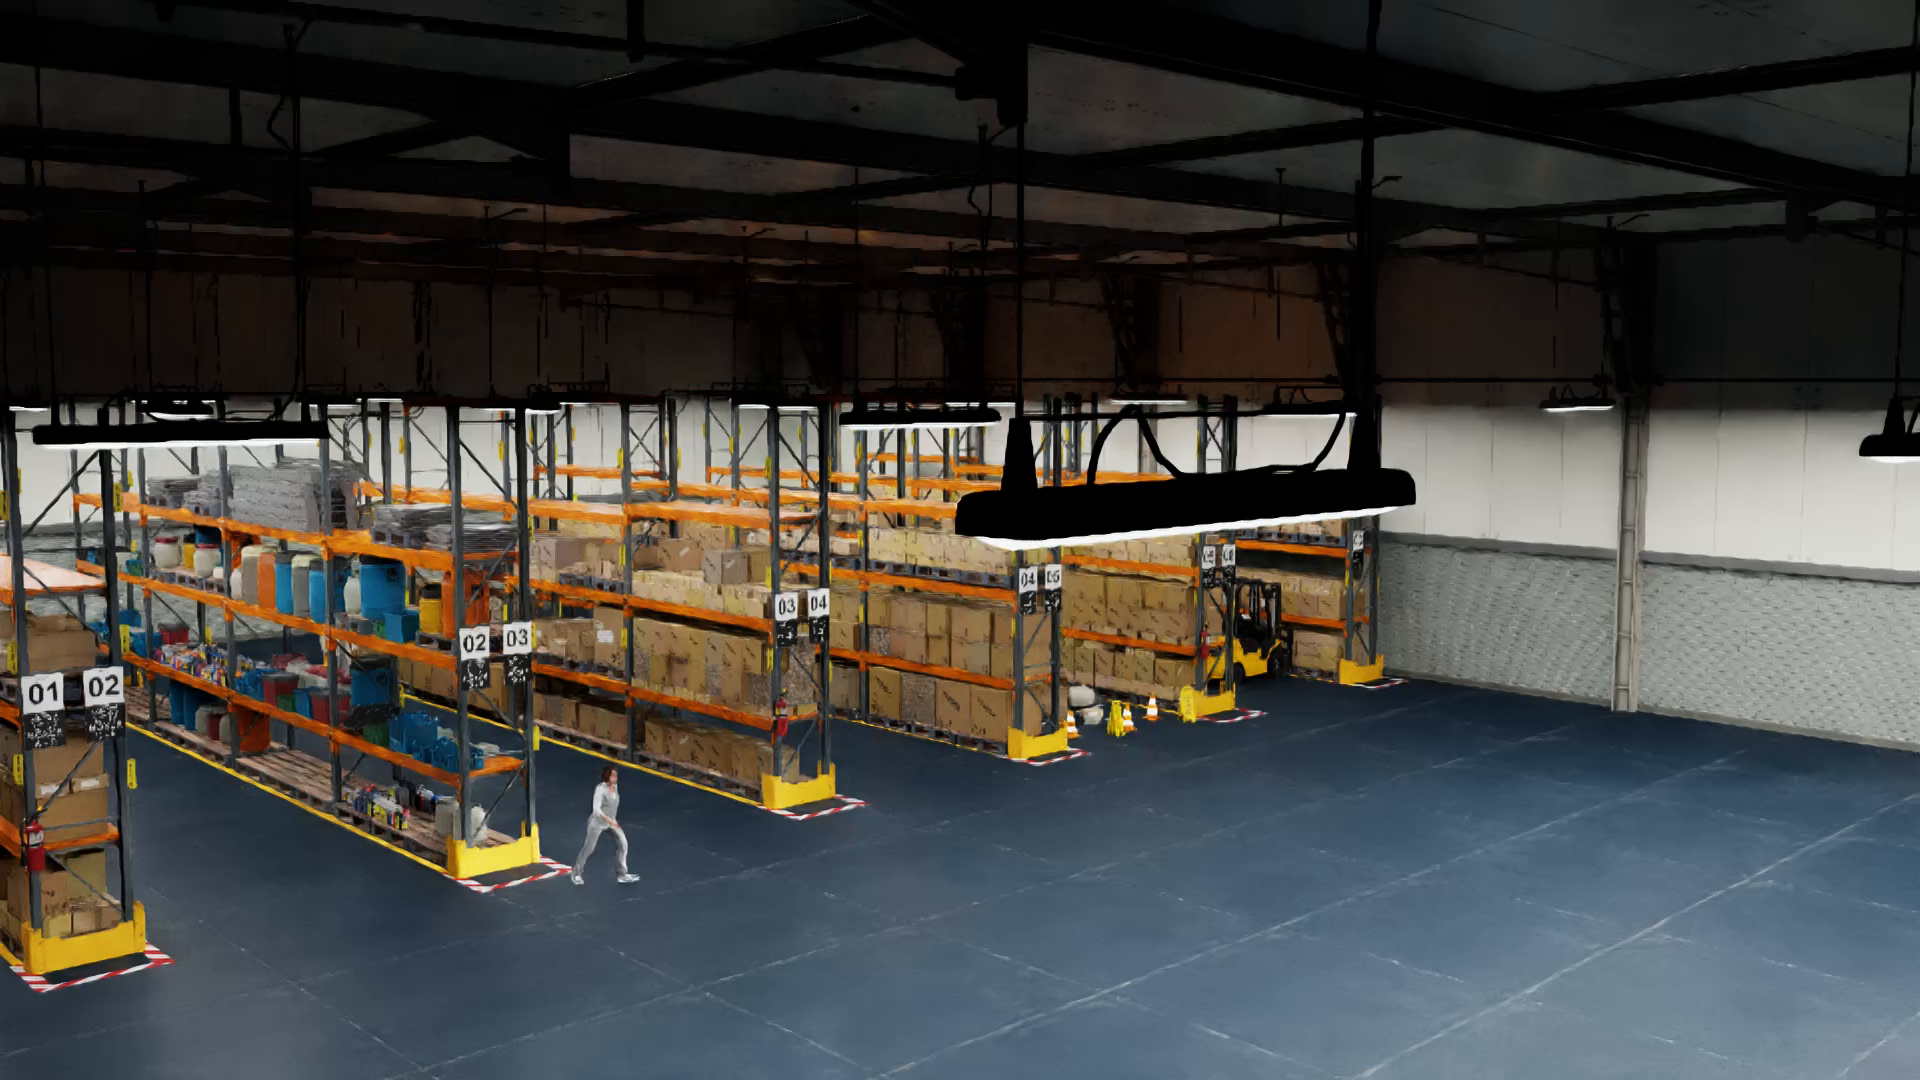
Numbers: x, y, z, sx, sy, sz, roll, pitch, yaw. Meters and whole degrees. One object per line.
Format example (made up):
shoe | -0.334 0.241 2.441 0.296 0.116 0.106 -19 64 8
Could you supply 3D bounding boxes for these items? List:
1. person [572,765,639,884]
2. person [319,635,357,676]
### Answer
person | -4.482 3.546 20.822 0.788 1.525 0.557 3 6 29
person | -12.439 2.258 33.278 0.729 1.733 0.544 -5 8 -44
